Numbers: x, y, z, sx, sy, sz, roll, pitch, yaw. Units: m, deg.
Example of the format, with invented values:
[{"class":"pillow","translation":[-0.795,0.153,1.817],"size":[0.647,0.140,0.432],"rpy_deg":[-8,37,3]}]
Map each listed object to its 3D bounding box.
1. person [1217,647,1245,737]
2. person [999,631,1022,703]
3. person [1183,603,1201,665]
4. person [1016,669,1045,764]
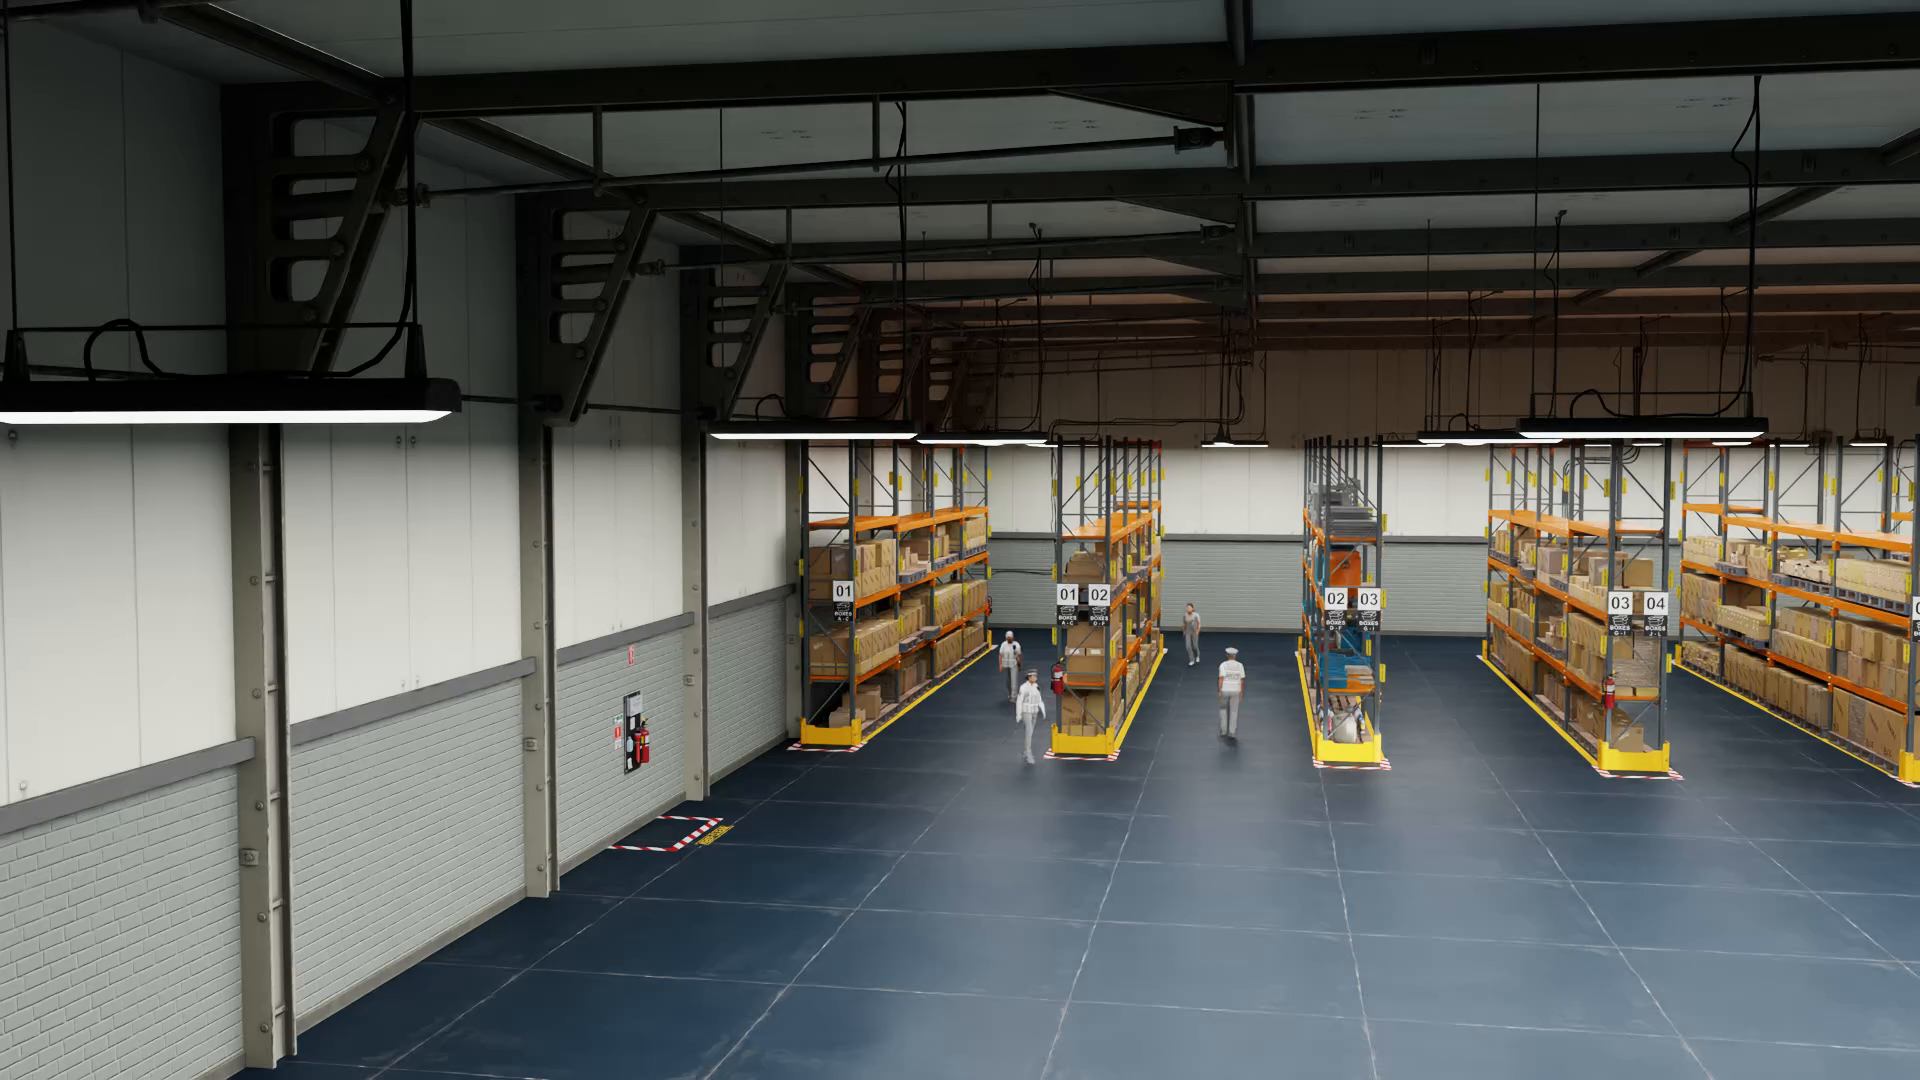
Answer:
[{"class":"person","translation":[5.420,3.076,33.224],"size":[0.546,1.827,0.599],"rpy_deg":[0,3,4]},{"class":"person","translation":[1.141,2.867,37.683],"size":[0.525,1.602,1.031],"rpy_deg":[1,3,21]},{"class":"person","translation":[6.226,2.501,44.485],"size":[0.499,1.651,0.602],"rpy_deg":[1,3,22]},{"class":"person","translation":[1.301,3.218,30.630],"size":[0.623,1.683,0.592],"rpy_deg":[3,4,43]}]
